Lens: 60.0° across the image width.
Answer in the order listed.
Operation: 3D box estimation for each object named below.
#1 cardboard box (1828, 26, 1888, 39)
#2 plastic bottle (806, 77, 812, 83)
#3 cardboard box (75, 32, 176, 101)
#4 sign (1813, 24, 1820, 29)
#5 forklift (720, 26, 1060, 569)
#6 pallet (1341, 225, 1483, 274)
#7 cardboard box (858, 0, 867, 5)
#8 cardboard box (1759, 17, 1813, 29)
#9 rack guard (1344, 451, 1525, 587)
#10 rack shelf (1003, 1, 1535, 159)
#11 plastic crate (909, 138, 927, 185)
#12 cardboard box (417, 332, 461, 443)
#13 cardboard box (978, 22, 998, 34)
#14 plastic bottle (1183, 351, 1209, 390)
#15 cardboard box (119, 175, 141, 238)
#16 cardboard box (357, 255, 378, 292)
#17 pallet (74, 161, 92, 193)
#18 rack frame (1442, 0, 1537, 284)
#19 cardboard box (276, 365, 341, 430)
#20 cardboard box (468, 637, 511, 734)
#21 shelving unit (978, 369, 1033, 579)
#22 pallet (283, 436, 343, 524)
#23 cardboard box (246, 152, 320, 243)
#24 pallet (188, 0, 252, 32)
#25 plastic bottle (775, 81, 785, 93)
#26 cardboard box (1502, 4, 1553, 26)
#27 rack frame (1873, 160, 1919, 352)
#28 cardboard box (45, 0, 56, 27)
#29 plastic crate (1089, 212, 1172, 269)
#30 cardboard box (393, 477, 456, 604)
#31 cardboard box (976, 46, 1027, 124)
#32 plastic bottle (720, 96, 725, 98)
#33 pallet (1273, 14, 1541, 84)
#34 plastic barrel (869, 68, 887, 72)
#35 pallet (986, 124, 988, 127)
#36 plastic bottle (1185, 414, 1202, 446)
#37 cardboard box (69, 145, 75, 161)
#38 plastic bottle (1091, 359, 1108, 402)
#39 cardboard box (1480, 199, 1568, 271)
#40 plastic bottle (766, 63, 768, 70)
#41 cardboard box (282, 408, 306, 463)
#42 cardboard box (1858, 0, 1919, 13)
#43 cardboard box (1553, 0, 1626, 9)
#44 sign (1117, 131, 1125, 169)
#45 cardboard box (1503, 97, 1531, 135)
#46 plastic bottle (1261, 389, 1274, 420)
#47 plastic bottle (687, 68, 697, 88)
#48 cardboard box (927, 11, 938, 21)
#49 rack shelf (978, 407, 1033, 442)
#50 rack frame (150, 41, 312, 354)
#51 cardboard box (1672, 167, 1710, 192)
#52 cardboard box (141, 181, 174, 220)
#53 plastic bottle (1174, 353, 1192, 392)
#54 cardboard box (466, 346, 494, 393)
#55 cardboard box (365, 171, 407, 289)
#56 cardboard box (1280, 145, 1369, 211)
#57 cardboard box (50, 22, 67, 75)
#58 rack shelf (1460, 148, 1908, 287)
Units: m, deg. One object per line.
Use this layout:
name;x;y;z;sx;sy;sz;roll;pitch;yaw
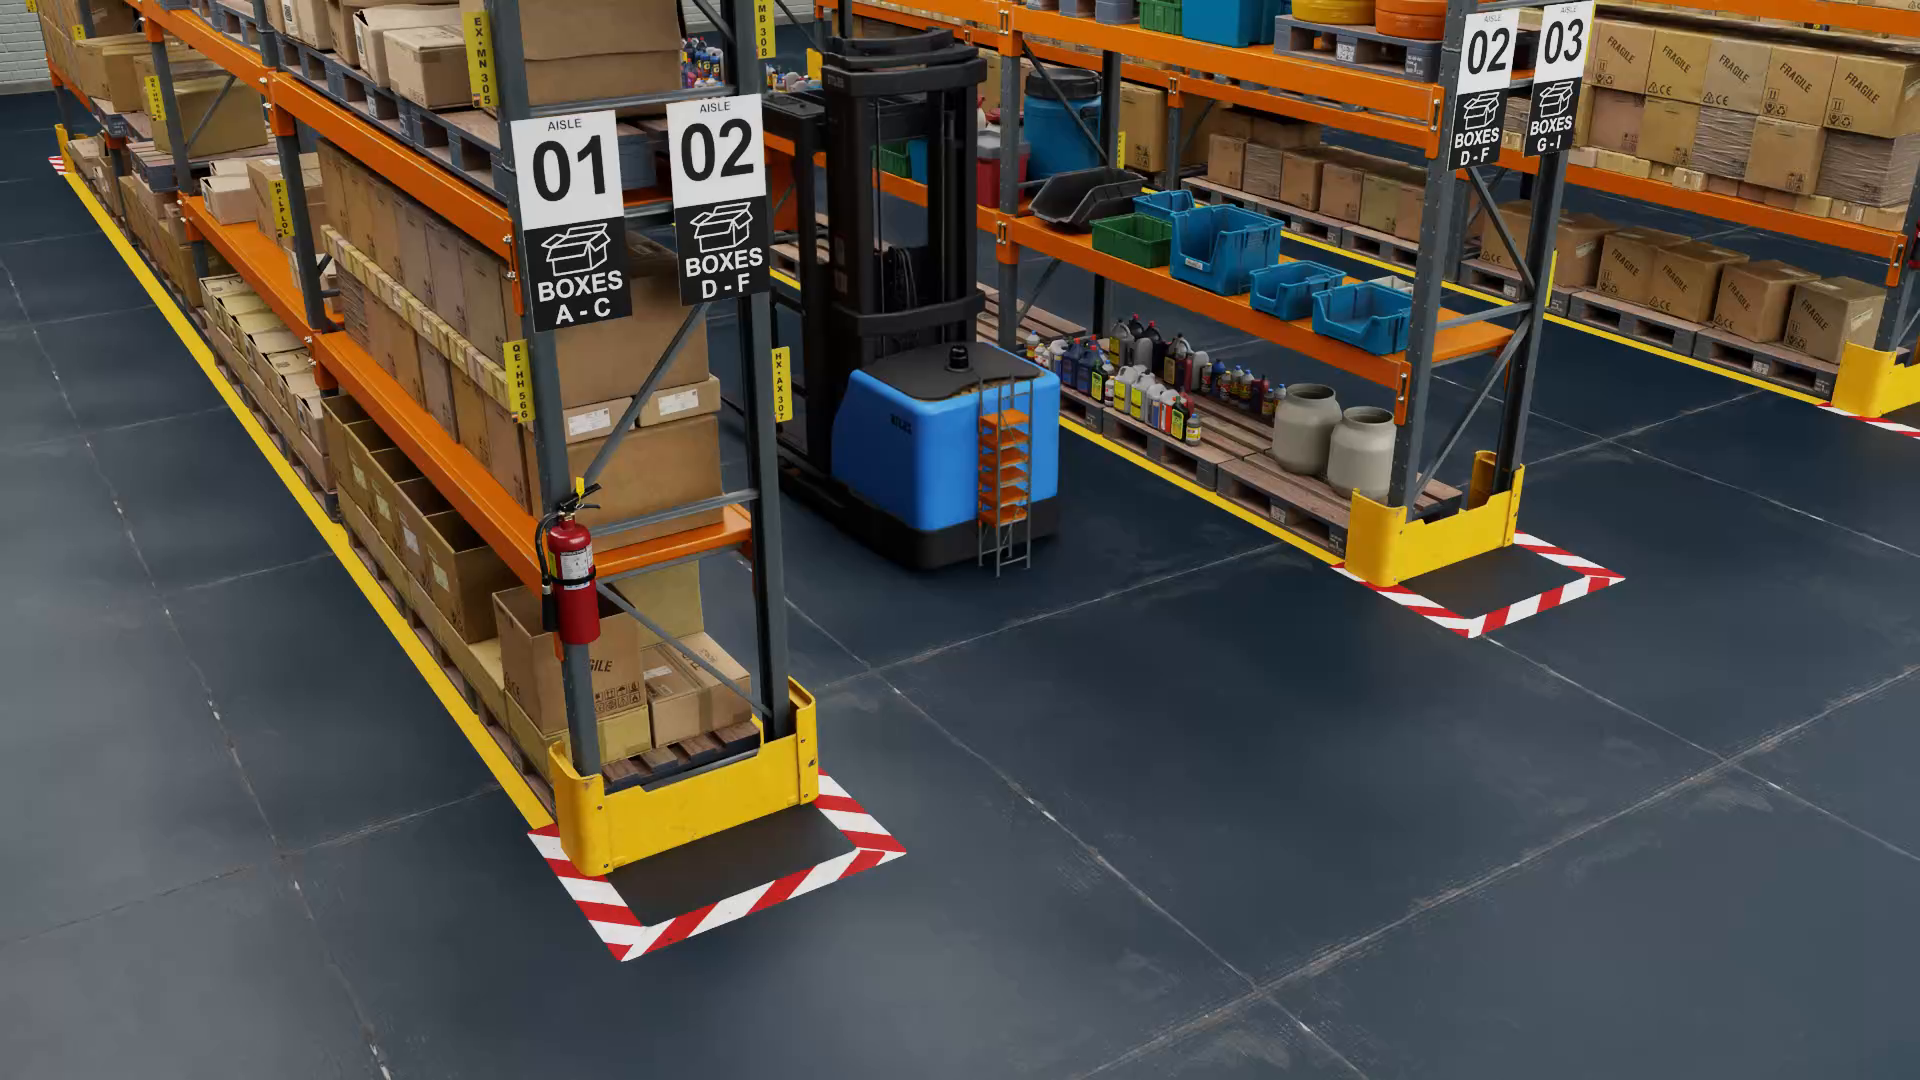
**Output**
cardboard box;9.275;-5.373;16.677;0.875;0.550;0.550;-16;29;-30
plastic bottle;-1.448;-4.333;16.066;0.097;0.271;0.097;0;25;0
cardboard box;-7.707;-4.404;15.457;0.500;0.500;0.700;18;31;33
sign;8.653;-5.314;16.730;0.100;0.325;0.005;-16;29;-30
forklift;-0.632;-1.734;10.490;1.130;2.935;3.031;-16;30;-30
pallet;4.465;-2.854;16.048;1.003;0.211;1.213;-16;29;-30
cardboard box;-1.180;-7.444;22.800;0.380;0.149;0.250;-16;30;-31
cardboard box;8.826;-5.630;17.374;0.700;0.500;0.500;-16;30;-30
rack guard;2.844;-0.138;9.956;1.175;0.500;0.348;-16;29;-30
rack shelf;1.833;-2.998;10.416;1.077;0.370;4.000;-16;29;-30
plastic crate;-0.122;-2.997;13.104;0.392;0.384;0.575;-16;29;-30
cardboard box;-2.319;-0.867;8.456;0.700;0.500;0.500;-15;29;-28
cardboard box;0.566;-6.521;20.432;0.500;0.500;0.500;-15;29;-29
plastic bottle;1.701;-1.243;12.045;0.152;0.276;0.135;-15;29;-29
cardboard box;-7.718;-3.230;15.990;0.500;0.500;0.500;-17;30;-32
cardboard box;-3.003;-1.452;8.934;0.380;0.149;0.250;-16;30;-30
pallet;-9.484;-4.248;19.002;1.003;0.211;1.213;-16;29;-30
rack frame;4.891;-3.837;14.864;1.000;3.000;0.127;-16;29;-30
cardboard box;-4.161;-0.992;10.910;0.500;0.311;0.500;-15;29;-28
cardboard box;-2.051;0.656;8.076;0.500;0.250;0.500;-16;29;-30
shelving unit;0.262;-0.377;9.644;0.258;1.200;0.189;-16;30;-30
pallet;-3.846;-0.523;11.110;1.003;0.211;1.213;-16;29;-30
cardboard box;-4.665;-2.409;11.722;0.500;0.500;0.500;-17;30;-32
pallet;-4.536;-3.610;11.091;1.003;0.211;1.213;-14;29;-27
plastic bottle;-1.755;-4.383;16.254;0.097;0.201;0.097;0;25;0
cardboard box;4.924;-4.248;14.099;0.500;0.500;0.500;-16;29;-30
rack frame;7.075;-2.406;11.833;1.000;3.000;0.127;-16;29;-30
cardboard box;-9.380;-5.733;17.593;0.500;0.500;0.500;-15;29;-29
plastic crate;1.246;-2.035;11.296;0.450;0.188;0.662;-16;29;-30
cardboard box;-2.599;-0.040;8.672;0.500;0.500;0.500;-16;29;-30
cardboard box;0.890;-5.703;20.814;1.225;0.875;0.875;-15;29;-29
plastic bottle;-2.247;-4.232;15.933;0.097;0.201;0.097;0;25;0
pallet;2.555;-2.842;9.463;1.003;0.211;1.213;-16;29;-30
plastic barrel;-0.935;-4.079;15.218;0.600;0.536;0.708;-16;29;-30
pallet;1.008;-5.179;20.973;1.003;0.211;1.213;-16;29;-30
plastic bottle;1.555;-0.740;11.066;0.097;0.201;0.097;0;25;0
cardboard box;-9.885;-4.420;18.903;0.380;0.166;0.250;-16;29;-30
plastic bottle;0.993;-1.131;11.799;0.061;0.283;0.133;-14;29;-27
cardboard box;5.076;-2.744;14.985;0.500;0.500;0.500;-17;30;-31
plastic bottle;-1.953;-4.664;16.766;0.097;0.271;0.097;0;25;0
cardboard box;-4.155;-0.738;11.029;0.500;0.250;0.500;-16;30;-30
cardboard box;6.599;-3.808;11.465;0.500;0.250;0.500;-15;29;-28
cardboard box;5.367;-4.372;14.360;0.500;0.500;0.500;-16;29;-30
sign;1.208;-2.932;12.623;0.100;0.325;0.005;-16;29;-30
cardboard box;5.085;-3.841;14.407;0.875;0.500;0.500;-16;29;-30
plastic bottle;2.140;-0.943;11.497;0.097;0.201;0.097;0;25;0
plastic bottle;-2.645;-4.515;16.436;0.061;0.283;0.133;-16;29;-30
cardboard box;-0.198;-6.801;21.437;0.380;0.149;0.250;-16;30;-30
rack shelf;0.262;-0.663;9.509;0.258;0.103;0.180;-16;30;-30
rack frame;-5.595;-2.960;13.007;1.000;3.000;0.127;-16;29;-30
cardboard box;5.839;-2.858;13.085;0.380;0.149;0.250;-16;29;-30
cardboard box;-6.898;-3.032;14.693;0.500;0.250;0.500;-16;30;-31
plastic bottle;1.612;-1.222;11.991;0.061;0.283;0.133;-16;29;-30
cardboard box;-2.015;-0.805;7.564;0.380;0.149;0.250;-15;29;-29
cardboard box;-2.614;-1.644;8.583;0.700;0.500;0.500;-16;29;-30
cardboard box;3.719;-3.704;16.996;0.700;0.500;0.500;-13;28;-25
cardboard box;-9.383;-5.283;17.810;0.500;0.500;0.500;-16;29;-30
rack shelf;5.983;-2.796;13.502;1.077;0.370;4.000;-16;29;-30
